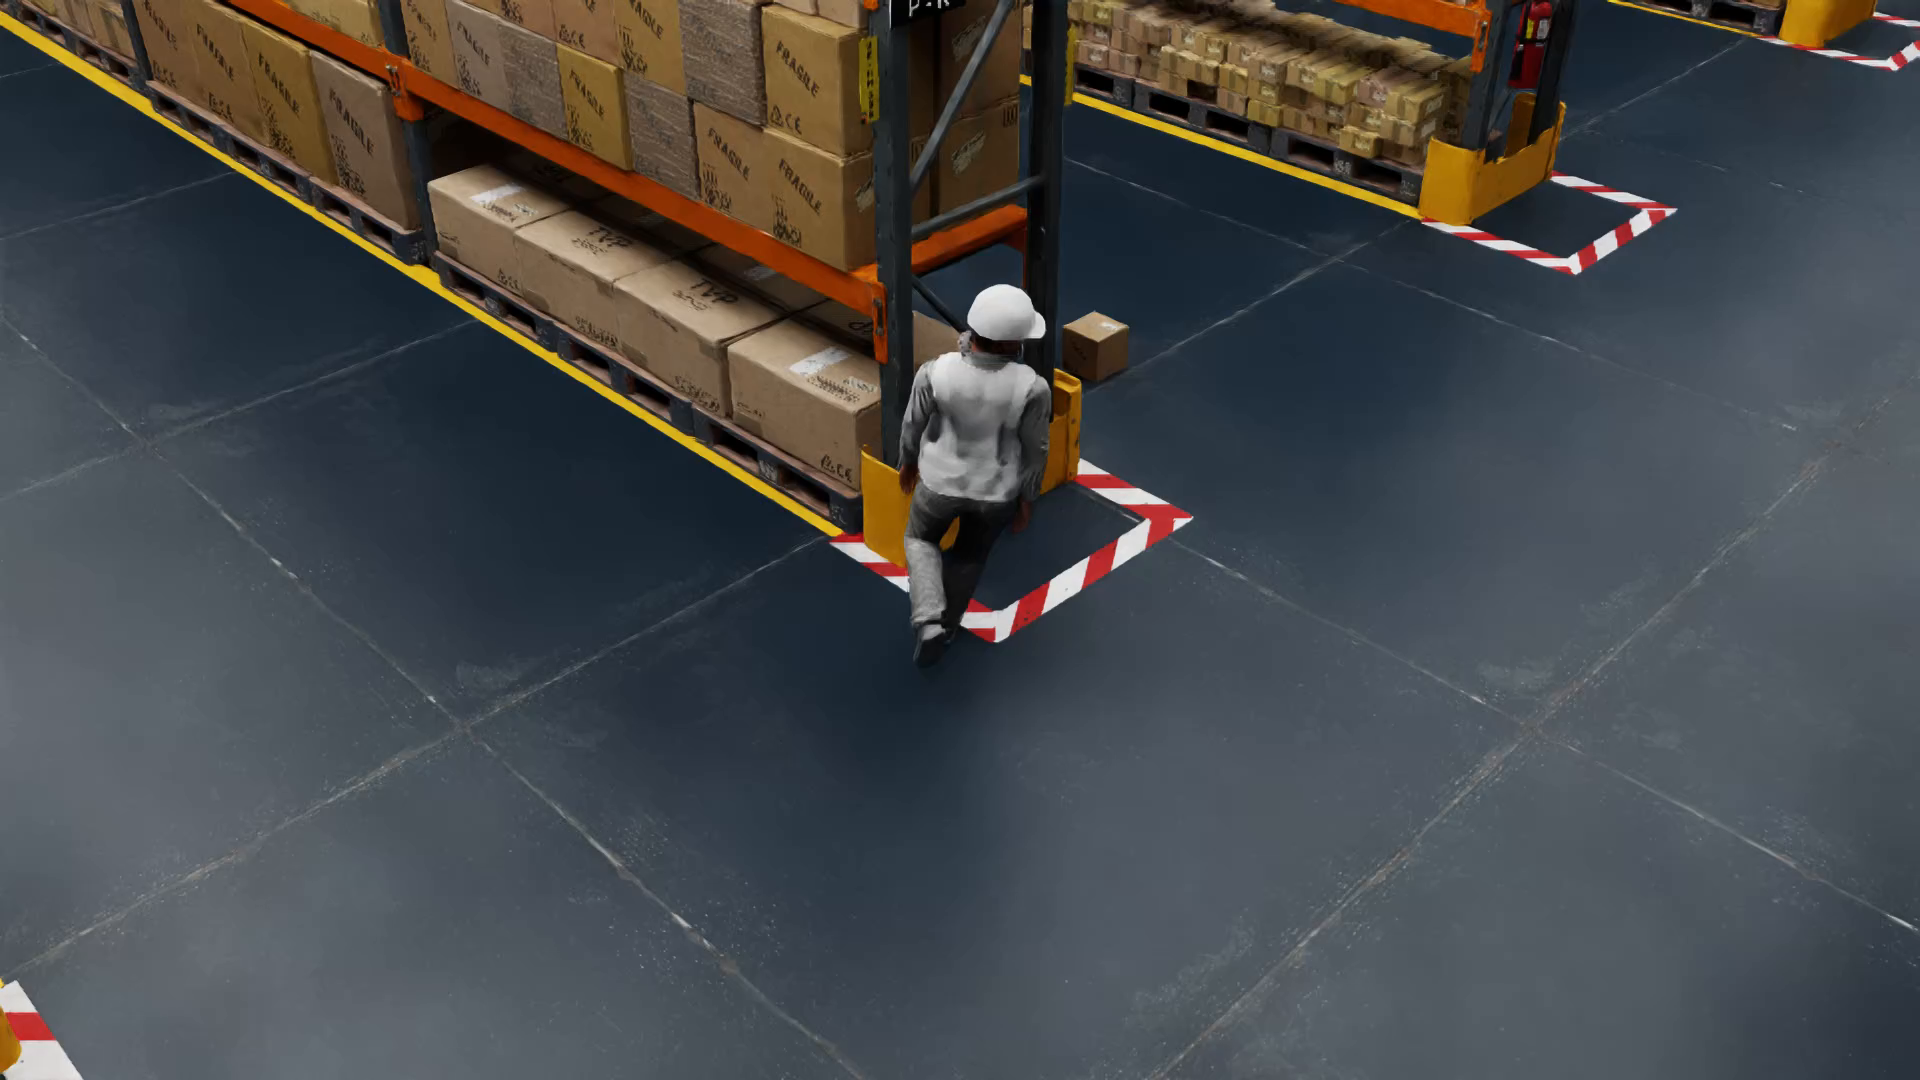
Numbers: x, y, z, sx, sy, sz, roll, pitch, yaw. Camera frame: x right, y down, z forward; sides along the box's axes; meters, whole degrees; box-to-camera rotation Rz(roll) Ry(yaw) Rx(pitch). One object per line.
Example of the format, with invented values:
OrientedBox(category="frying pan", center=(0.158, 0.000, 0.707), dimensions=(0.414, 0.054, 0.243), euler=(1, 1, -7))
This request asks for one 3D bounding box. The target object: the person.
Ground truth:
OrientedBox(category="person", center=(0.049, -0.225, 6.466), dimensions=(0.595, 1.737, 0.690), euler=(2, 35, 3))
